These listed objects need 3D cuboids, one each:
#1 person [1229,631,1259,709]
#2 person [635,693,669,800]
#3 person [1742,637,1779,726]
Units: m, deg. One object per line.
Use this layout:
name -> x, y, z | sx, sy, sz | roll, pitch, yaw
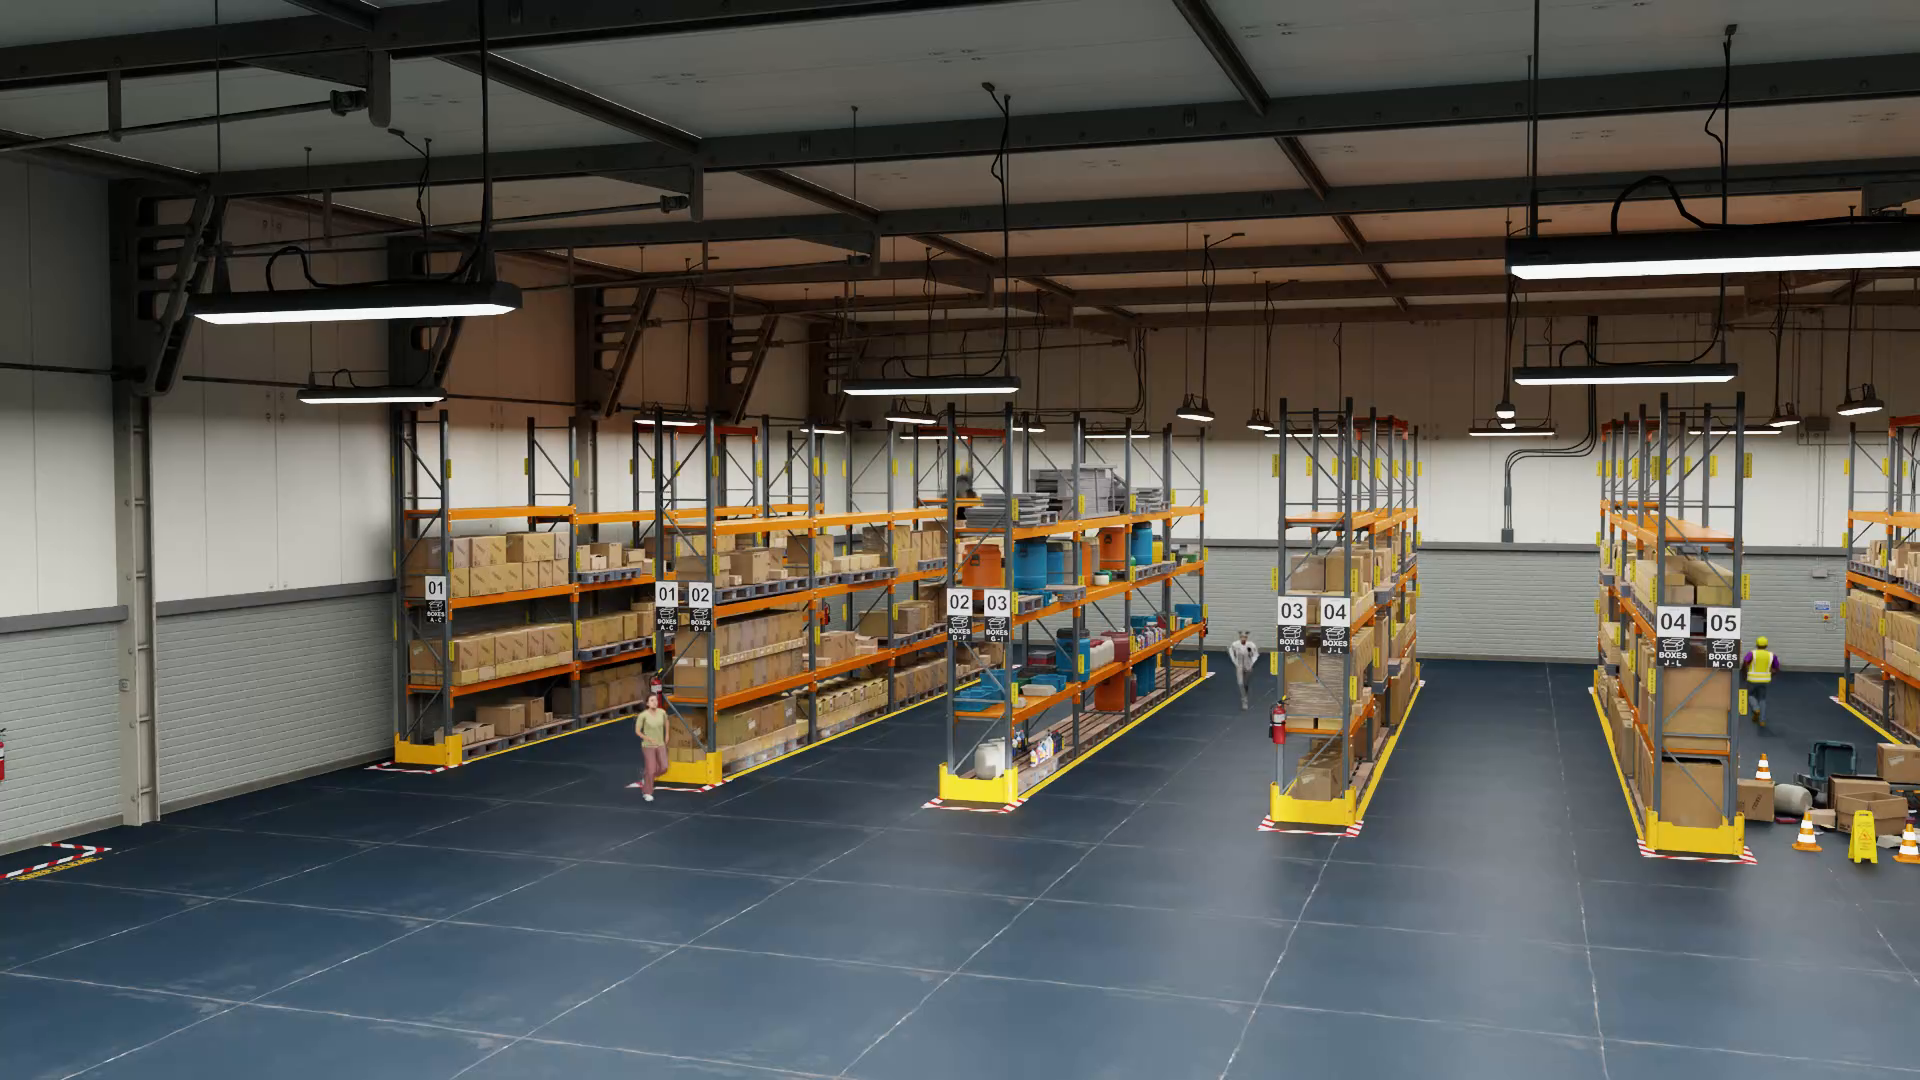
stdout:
person -> 5.980, 2.703, 35.042 | 0.620, 1.668, 0.895 | 1, 3, 14
person -> -4.621, 3.120, 25.114 | 0.608, 1.628, 0.605 | -2, 3, -35
person -> 15.611, 2.742, 32.517 | 0.704, 1.721, 0.555 | 0, 2, 11
